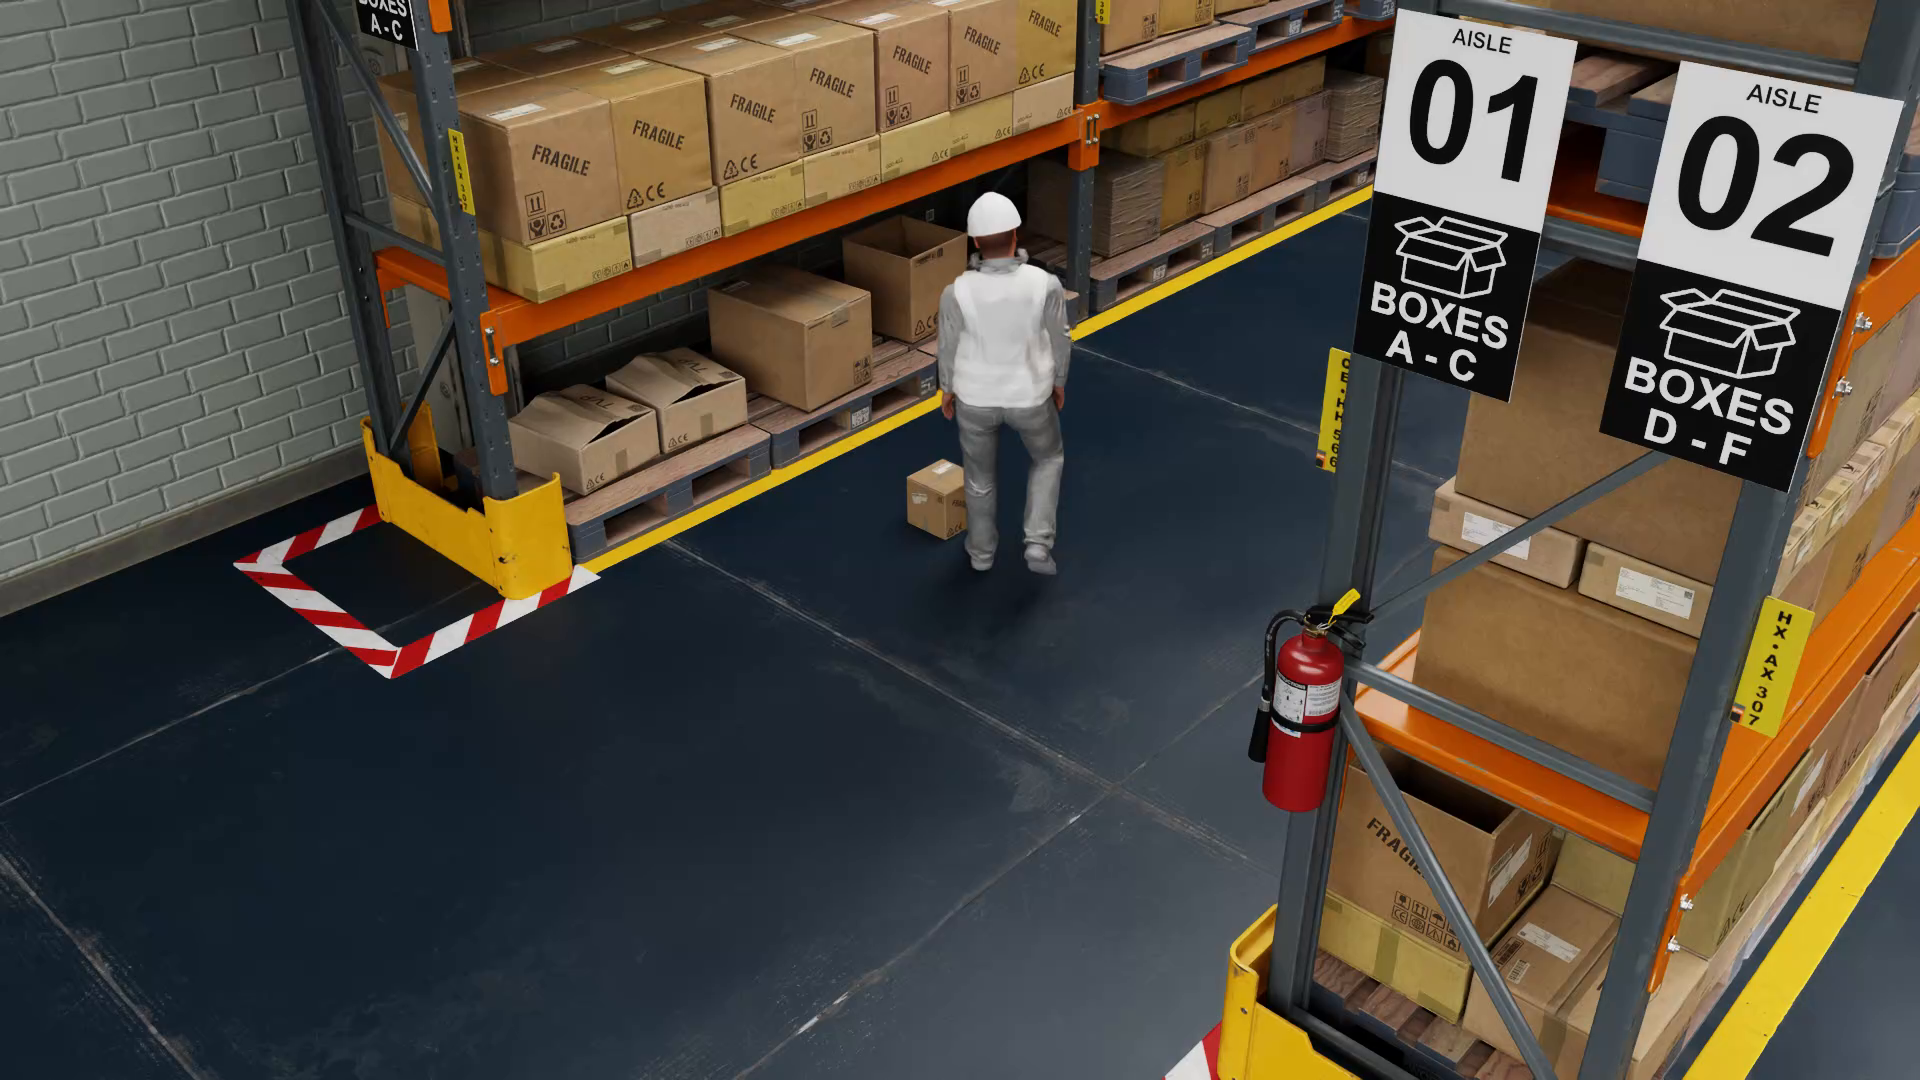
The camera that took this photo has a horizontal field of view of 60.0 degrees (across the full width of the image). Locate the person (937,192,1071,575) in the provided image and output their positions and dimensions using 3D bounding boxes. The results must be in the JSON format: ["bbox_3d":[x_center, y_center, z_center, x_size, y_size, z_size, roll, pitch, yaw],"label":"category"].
[{"bbox_3d":[0.184,-0.621,7.122,0.567,1.762,0.562,-1,31,-2],"label":"person"}]
